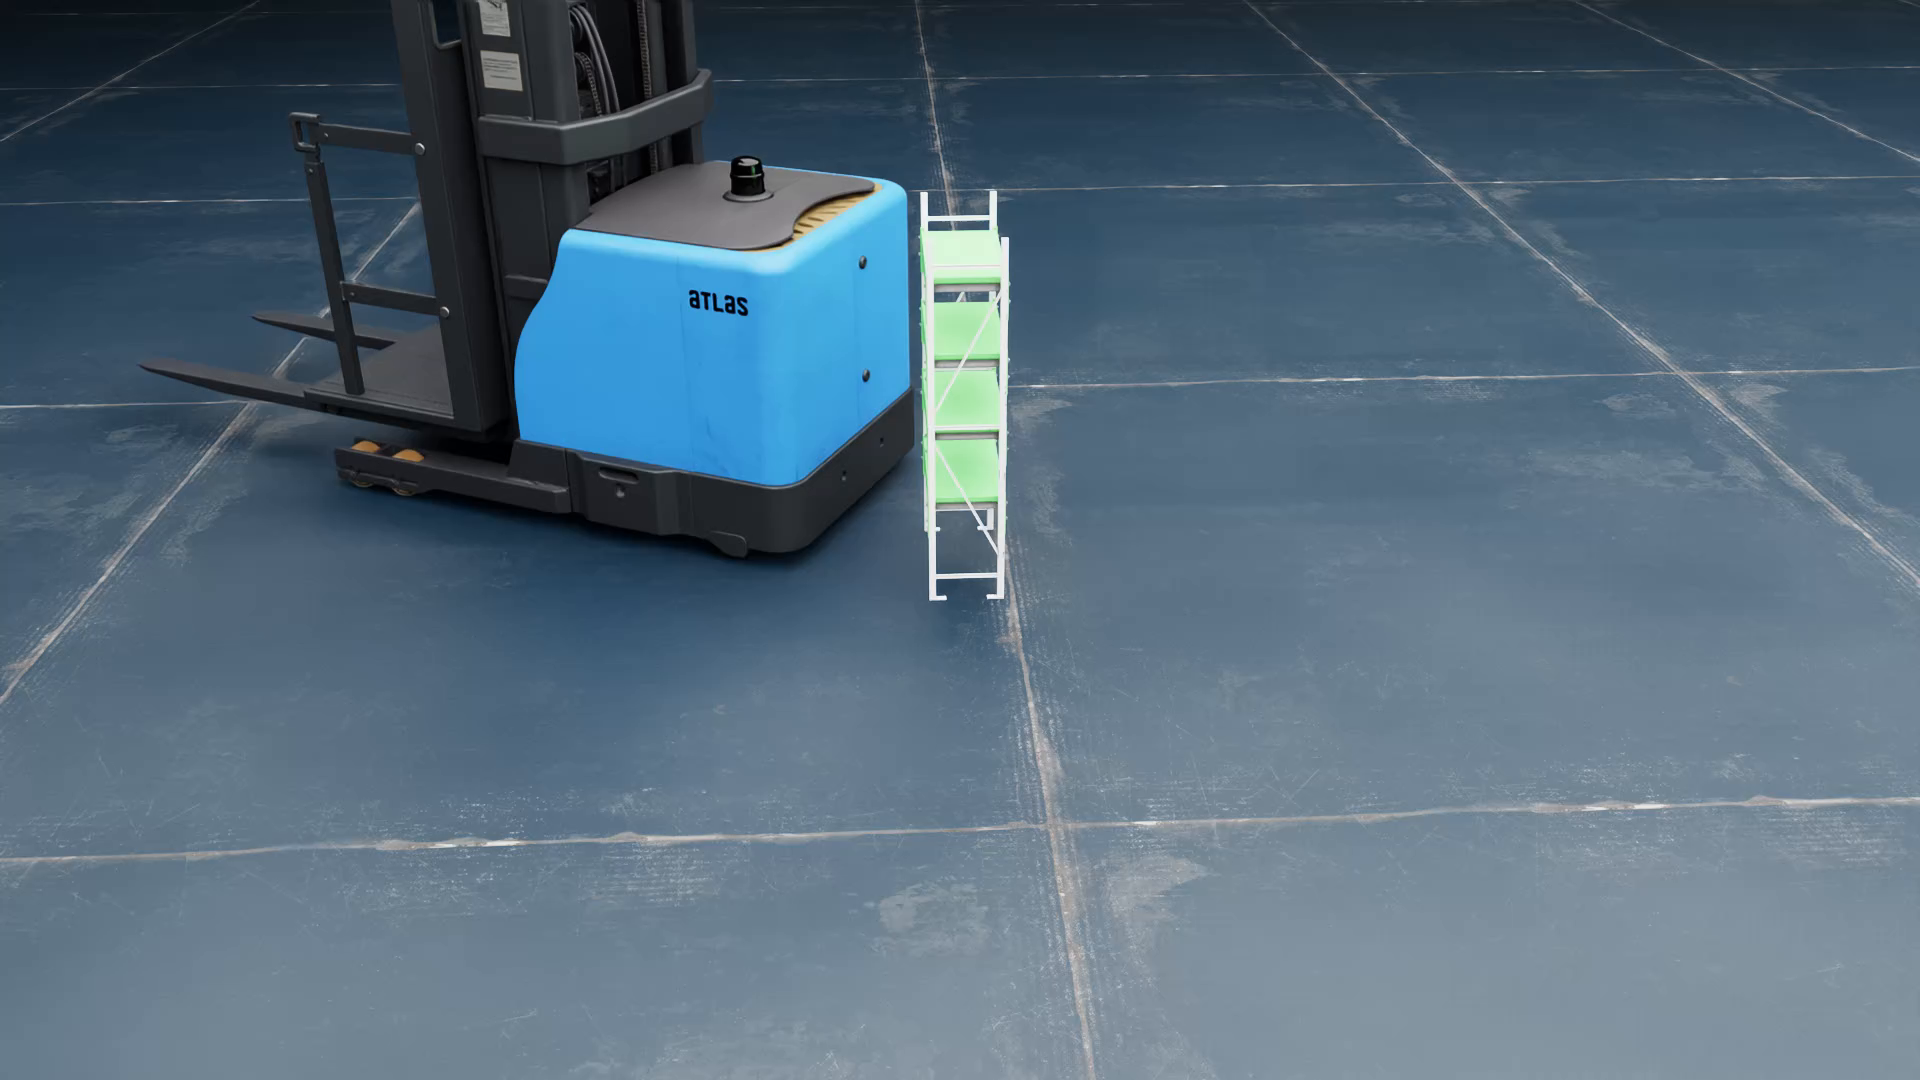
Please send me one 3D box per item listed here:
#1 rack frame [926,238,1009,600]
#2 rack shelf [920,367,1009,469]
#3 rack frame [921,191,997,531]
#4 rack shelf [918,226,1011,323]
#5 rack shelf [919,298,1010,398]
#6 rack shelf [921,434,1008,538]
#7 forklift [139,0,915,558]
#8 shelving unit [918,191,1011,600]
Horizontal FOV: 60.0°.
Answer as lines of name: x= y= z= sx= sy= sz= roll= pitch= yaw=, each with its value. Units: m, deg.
rack frame: x=0.021 y=-0.343 z=5.110 sx=0.240 sy=1.200 sz=0.015 roll=-1 pitch=28 yaw=-3
rack shelf: x=0.009 y=-0.399 z=5.356 sx=0.258 sy=0.148 sz=0.480 roll=-1 pitch=28 yaw=-3
rack frame: x=-0.004 y=-0.568 z=5.542 sx=0.240 sy=1.200 sz=0.015 roll=-1 pitch=28 yaw=-3
rack shelf: x=0.009 y=-0.824 z=5.134 sx=0.258 sy=0.148 sz=0.480 roll=-1 pitch=28 yaw=-3
rack shelf: x=0.009 y=-0.612 z=5.245 sx=0.258 sy=0.148 sz=0.480 roll=-1 pitch=28 yaw=-3
rack shelf: x=0.009 y=-0.186 z=5.467 sx=0.258 sy=0.148 sz=0.480 roll=-1 pitch=28 yaw=-3
forklift: x=-1.738 y=-1.670 z=5.783 sx=3.031 sy=2.935 sz=1.130 roll=11 pitch=29 yaw=20
shelving unit: x=0.009 y=-0.456 z=5.326 sx=0.258 sy=1.200 sz=0.503 roll=-1 pitch=28 yaw=-3
